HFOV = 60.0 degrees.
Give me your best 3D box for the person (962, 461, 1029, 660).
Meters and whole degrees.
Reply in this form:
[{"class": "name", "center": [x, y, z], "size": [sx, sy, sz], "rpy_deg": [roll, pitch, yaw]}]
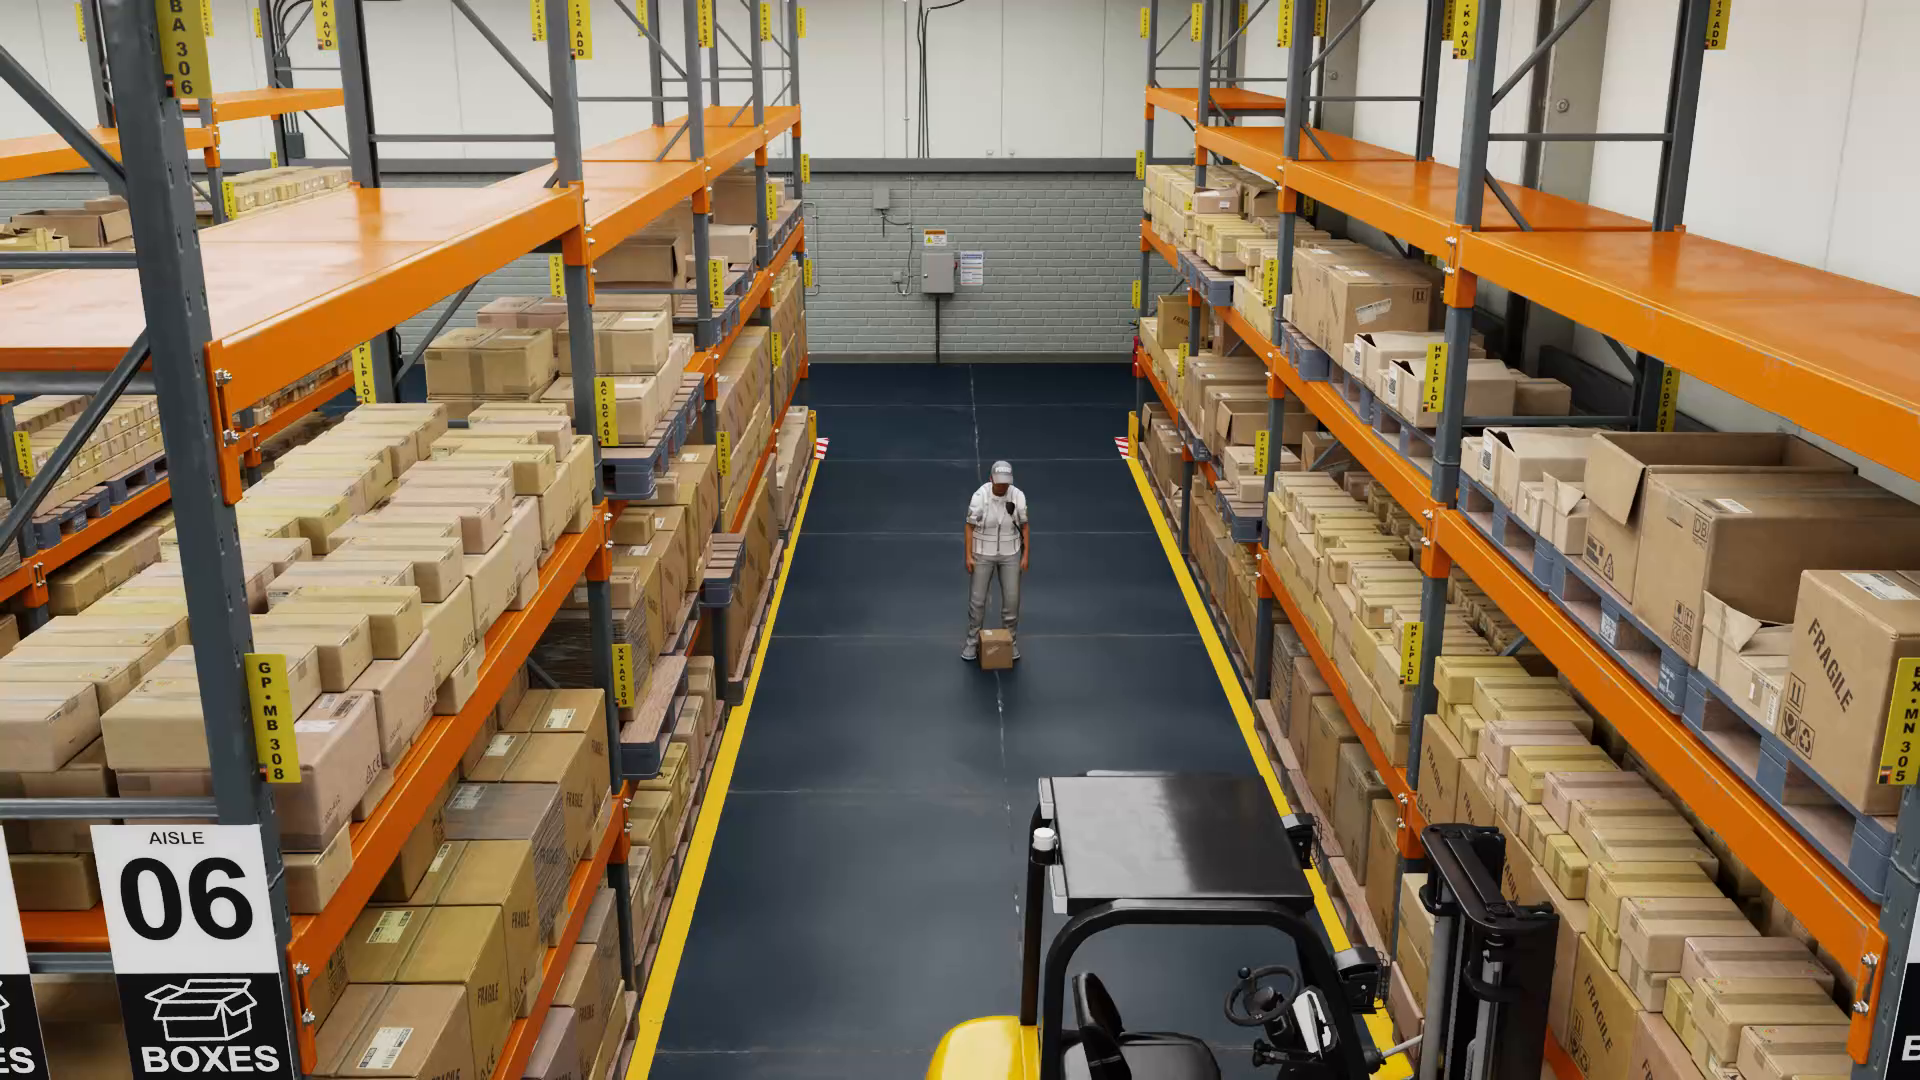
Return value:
[{"class": "person", "center": [0.289, 0.150, 13.554], "size": [0.563, 1.666, 0.470], "rpy_deg": [-1, 17, -4]}]
